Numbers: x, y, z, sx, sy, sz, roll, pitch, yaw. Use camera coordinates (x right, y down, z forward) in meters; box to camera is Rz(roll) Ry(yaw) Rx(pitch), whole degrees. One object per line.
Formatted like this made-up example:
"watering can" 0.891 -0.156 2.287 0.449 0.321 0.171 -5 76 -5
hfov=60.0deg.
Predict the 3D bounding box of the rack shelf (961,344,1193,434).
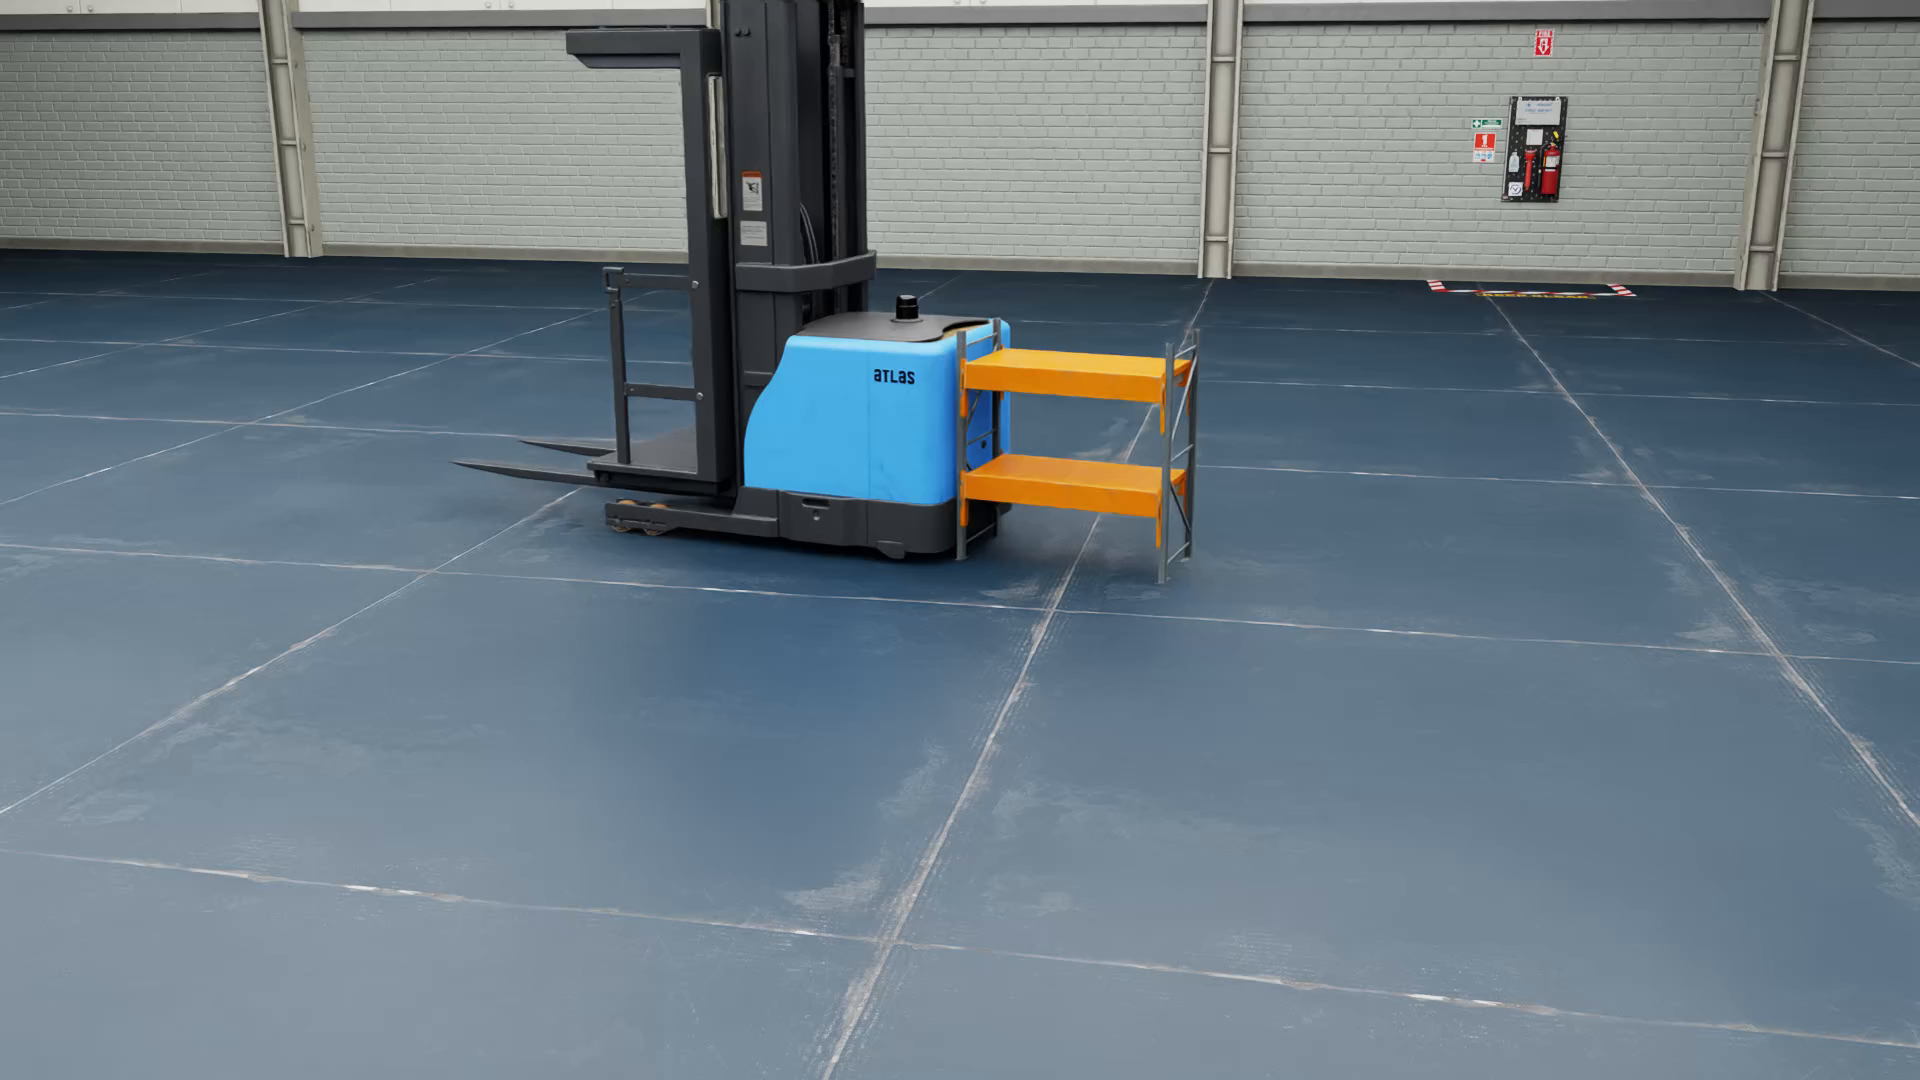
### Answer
"rack shelf" 0.564 -0.730 7.925 1.000 0.278 0.538 6 17 22

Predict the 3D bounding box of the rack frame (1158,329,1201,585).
"rack frame" 1.033 -0.396 7.813 0.032 1.125 0.500 6 17 22

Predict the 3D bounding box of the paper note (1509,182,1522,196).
"paper note" 6.347 -4.009 18.995 0.142 0.148 0.016 3 16 11

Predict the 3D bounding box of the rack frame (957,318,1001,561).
"rack frame" 0.096 -0.501 8.193 0.032 1.125 0.500 6 17 22

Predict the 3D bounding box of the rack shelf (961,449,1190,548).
"rack shelf" 0.564 -0.213 8.068 1.000 0.278 0.538 6 17 22

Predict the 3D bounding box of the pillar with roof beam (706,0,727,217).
"pillar with roof beam" -3.697 -6.668 15.706 0.400 9.000 9.100 3 16 11

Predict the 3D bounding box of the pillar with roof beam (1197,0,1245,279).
"pillar with roof beam" 2.183 -6.349 14.554 0.400 9.000 9.100 3 16 11

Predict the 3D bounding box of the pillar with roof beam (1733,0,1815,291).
"pillar with roof beam" 8.063 -6.029 13.401 0.400 9.000 9.100 3 16 11

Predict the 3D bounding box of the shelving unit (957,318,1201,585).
"shelving unit" 0.564 -0.448 8.003 1.048 1.125 0.538 6 17 22

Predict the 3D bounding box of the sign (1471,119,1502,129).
"sign" 5.988 -4.732 18.897 0.331 0.109 0.001 3 16 11

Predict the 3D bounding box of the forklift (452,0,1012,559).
"forklift" -1.292 -1.554 8.612 3.031 2.935 1.130 6 17 22

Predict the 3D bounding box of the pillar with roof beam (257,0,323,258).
"pillar with roof beam" -9.576 -6.987 16.858 0.400 9.000 9.100 3 16 11

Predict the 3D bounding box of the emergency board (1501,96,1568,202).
"emergency board" 6.506 -4.406 18.778 0.643 1.169 0.194 3 16 11

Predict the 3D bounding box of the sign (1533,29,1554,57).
"sign" 6.518 -5.549 18.565 0.199 0.298 0.001 3 16 11

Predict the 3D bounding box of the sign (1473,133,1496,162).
"sign" 5.985 -4.479 18.977 0.234 0.329 0.001 3 16 11
